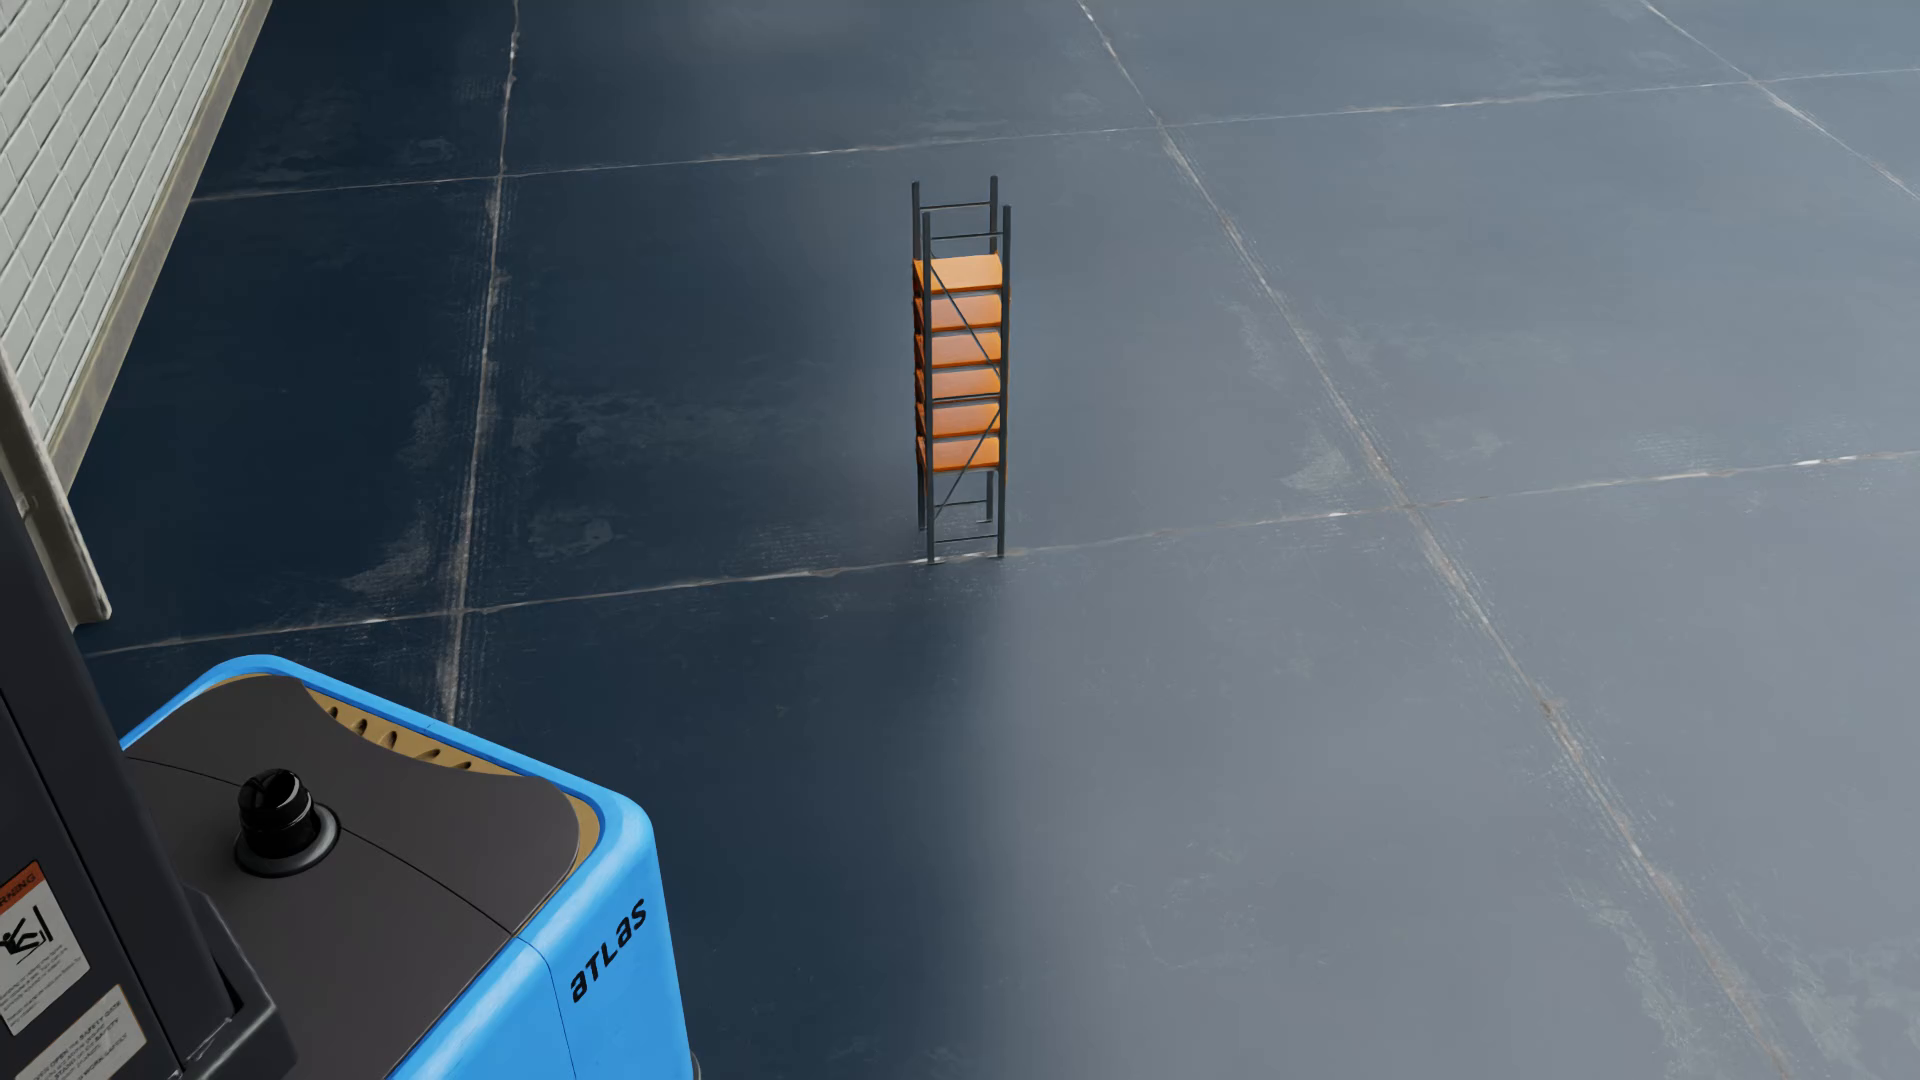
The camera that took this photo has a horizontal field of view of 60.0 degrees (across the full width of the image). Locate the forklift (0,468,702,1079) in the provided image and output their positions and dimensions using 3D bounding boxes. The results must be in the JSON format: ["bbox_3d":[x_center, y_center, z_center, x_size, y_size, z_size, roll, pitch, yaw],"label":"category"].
[{"bbox_3d":[-1.635,0.831,1.791,1.130,2.935,3.031,17,41,21],"label":"forklift"}]

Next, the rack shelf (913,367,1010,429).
[{"bbox_3d":[0.003,-0.430,4.898,0.258,0.103,0.180,-6,38,-8],"label":"rack shelf"}]

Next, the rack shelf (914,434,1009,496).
[{"bbox_3d":[0.003,-0.240,5.045,0.258,0.103,0.180,-6,38,-8],"label":"rack shelf"}]

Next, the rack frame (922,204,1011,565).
[{"bbox_3d":[0.019,-0.410,4.800,0.240,1.200,0.006,-6,38,-8],"label":"rack frame"}]

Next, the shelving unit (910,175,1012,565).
[{"bbox_3d":[0.003,-0.465,4.871,0.258,1.200,0.189,-6,38,-8],"label":"shelving unit"}]

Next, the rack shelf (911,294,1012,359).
[{"bbox_3d":[0.003,-0.620,4.751,0.258,0.103,0.180,-6,38,-8],"label":"rack shelf"}]

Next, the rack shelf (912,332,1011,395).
[{"bbox_3d":[0.003,-0.525,4.824,0.258,0.103,0.180,-6,38,-8],"label":"rack shelf"}]

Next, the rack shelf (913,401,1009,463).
[{"bbox_3d":[0.003,-0.335,4.972,0.258,0.103,0.180,-6,38,-8],"label":"rack shelf"}]

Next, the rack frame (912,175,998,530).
[{"bbox_3d":[-0.013,-0.520,4.942,0.240,1.200,0.006,-6,38,-8],"label":"rack frame"}]

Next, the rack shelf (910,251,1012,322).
[{"bbox_3d":[0.003,-0.714,4.677,0.258,0.103,0.180,-6,38,-8],"label":"rack shelf"}]
